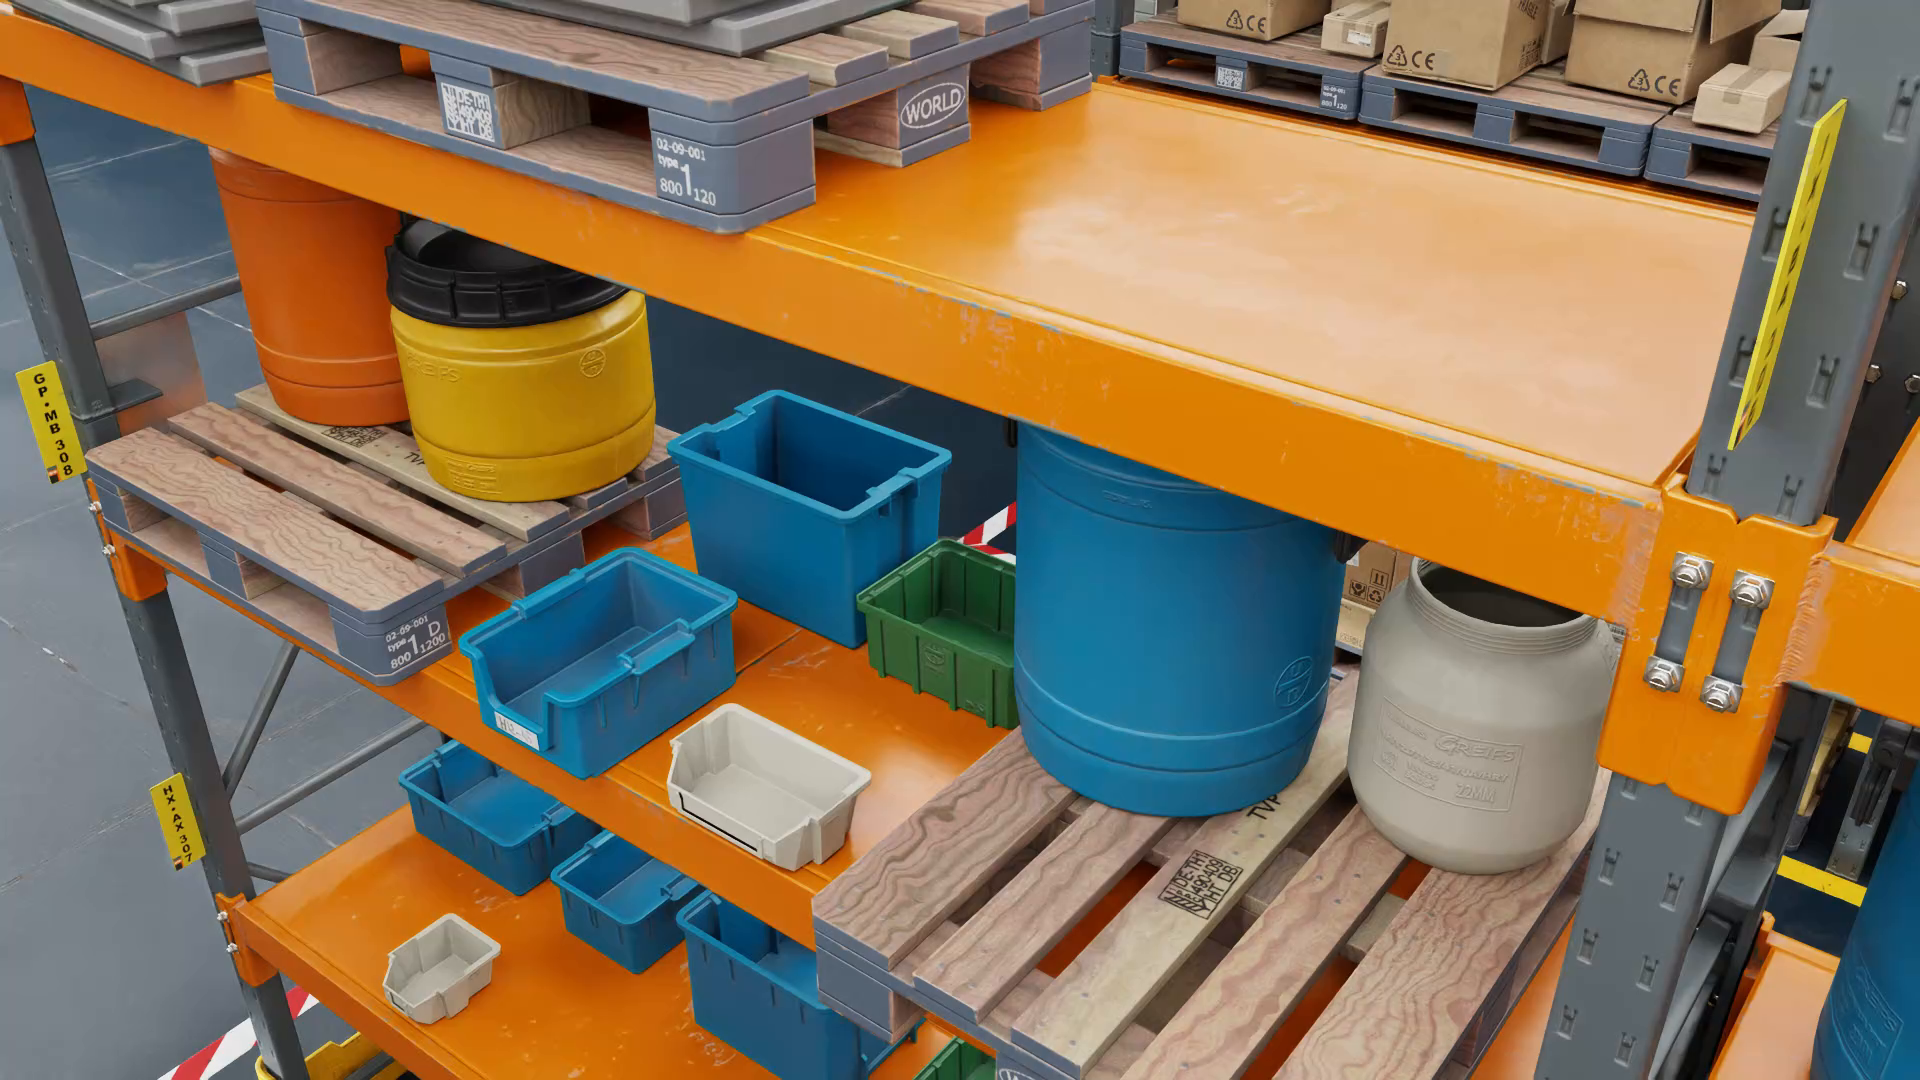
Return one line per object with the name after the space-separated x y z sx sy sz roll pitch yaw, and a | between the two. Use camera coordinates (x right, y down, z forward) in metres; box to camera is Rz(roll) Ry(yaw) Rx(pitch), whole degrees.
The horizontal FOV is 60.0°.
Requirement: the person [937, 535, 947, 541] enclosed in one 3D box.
-0.014 0.754 6.833 0.487 1.643 0.584 -23 38 -33 | person
